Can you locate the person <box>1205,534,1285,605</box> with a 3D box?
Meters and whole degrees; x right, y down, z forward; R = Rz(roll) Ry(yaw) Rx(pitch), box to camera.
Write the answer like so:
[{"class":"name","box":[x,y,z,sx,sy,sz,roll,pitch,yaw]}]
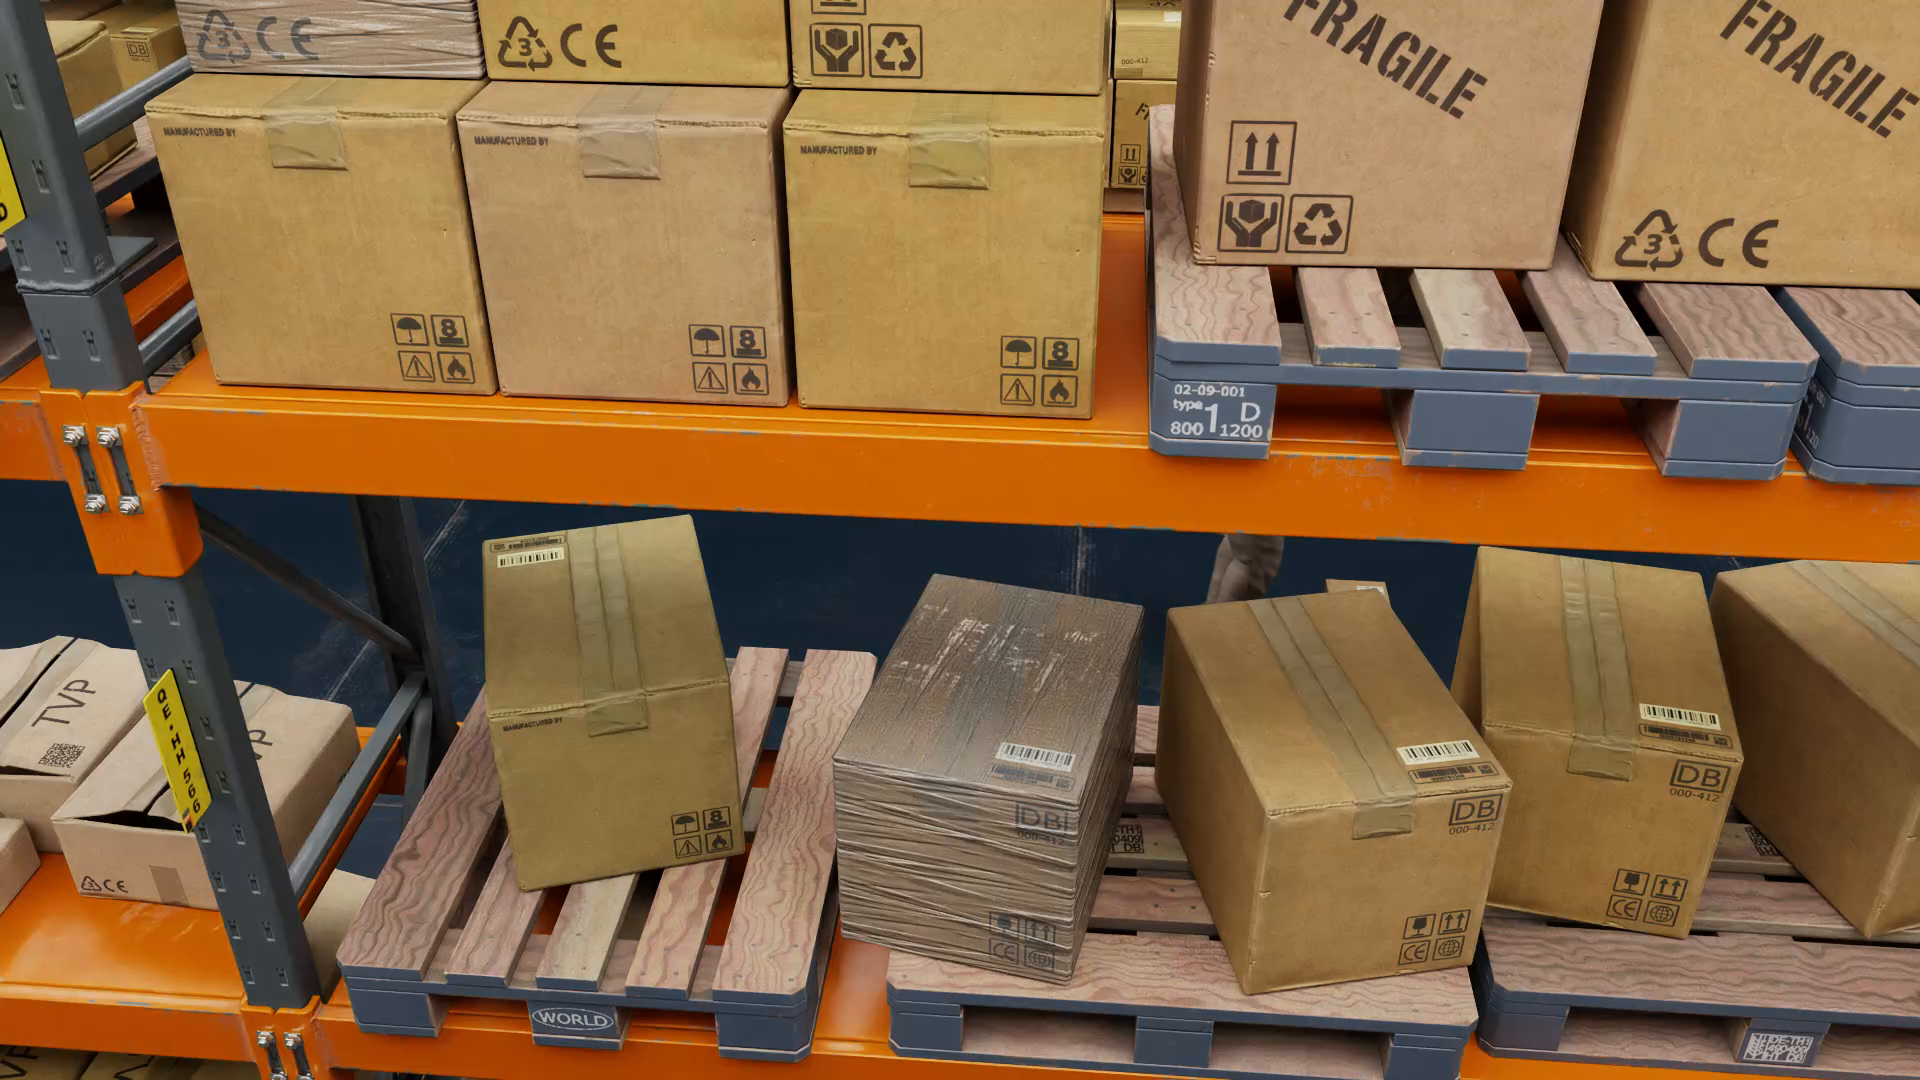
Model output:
[{"class":"person","box":[1.185,-0.307,6.667,0.359,1.718,0.534,3,32,5]}]
